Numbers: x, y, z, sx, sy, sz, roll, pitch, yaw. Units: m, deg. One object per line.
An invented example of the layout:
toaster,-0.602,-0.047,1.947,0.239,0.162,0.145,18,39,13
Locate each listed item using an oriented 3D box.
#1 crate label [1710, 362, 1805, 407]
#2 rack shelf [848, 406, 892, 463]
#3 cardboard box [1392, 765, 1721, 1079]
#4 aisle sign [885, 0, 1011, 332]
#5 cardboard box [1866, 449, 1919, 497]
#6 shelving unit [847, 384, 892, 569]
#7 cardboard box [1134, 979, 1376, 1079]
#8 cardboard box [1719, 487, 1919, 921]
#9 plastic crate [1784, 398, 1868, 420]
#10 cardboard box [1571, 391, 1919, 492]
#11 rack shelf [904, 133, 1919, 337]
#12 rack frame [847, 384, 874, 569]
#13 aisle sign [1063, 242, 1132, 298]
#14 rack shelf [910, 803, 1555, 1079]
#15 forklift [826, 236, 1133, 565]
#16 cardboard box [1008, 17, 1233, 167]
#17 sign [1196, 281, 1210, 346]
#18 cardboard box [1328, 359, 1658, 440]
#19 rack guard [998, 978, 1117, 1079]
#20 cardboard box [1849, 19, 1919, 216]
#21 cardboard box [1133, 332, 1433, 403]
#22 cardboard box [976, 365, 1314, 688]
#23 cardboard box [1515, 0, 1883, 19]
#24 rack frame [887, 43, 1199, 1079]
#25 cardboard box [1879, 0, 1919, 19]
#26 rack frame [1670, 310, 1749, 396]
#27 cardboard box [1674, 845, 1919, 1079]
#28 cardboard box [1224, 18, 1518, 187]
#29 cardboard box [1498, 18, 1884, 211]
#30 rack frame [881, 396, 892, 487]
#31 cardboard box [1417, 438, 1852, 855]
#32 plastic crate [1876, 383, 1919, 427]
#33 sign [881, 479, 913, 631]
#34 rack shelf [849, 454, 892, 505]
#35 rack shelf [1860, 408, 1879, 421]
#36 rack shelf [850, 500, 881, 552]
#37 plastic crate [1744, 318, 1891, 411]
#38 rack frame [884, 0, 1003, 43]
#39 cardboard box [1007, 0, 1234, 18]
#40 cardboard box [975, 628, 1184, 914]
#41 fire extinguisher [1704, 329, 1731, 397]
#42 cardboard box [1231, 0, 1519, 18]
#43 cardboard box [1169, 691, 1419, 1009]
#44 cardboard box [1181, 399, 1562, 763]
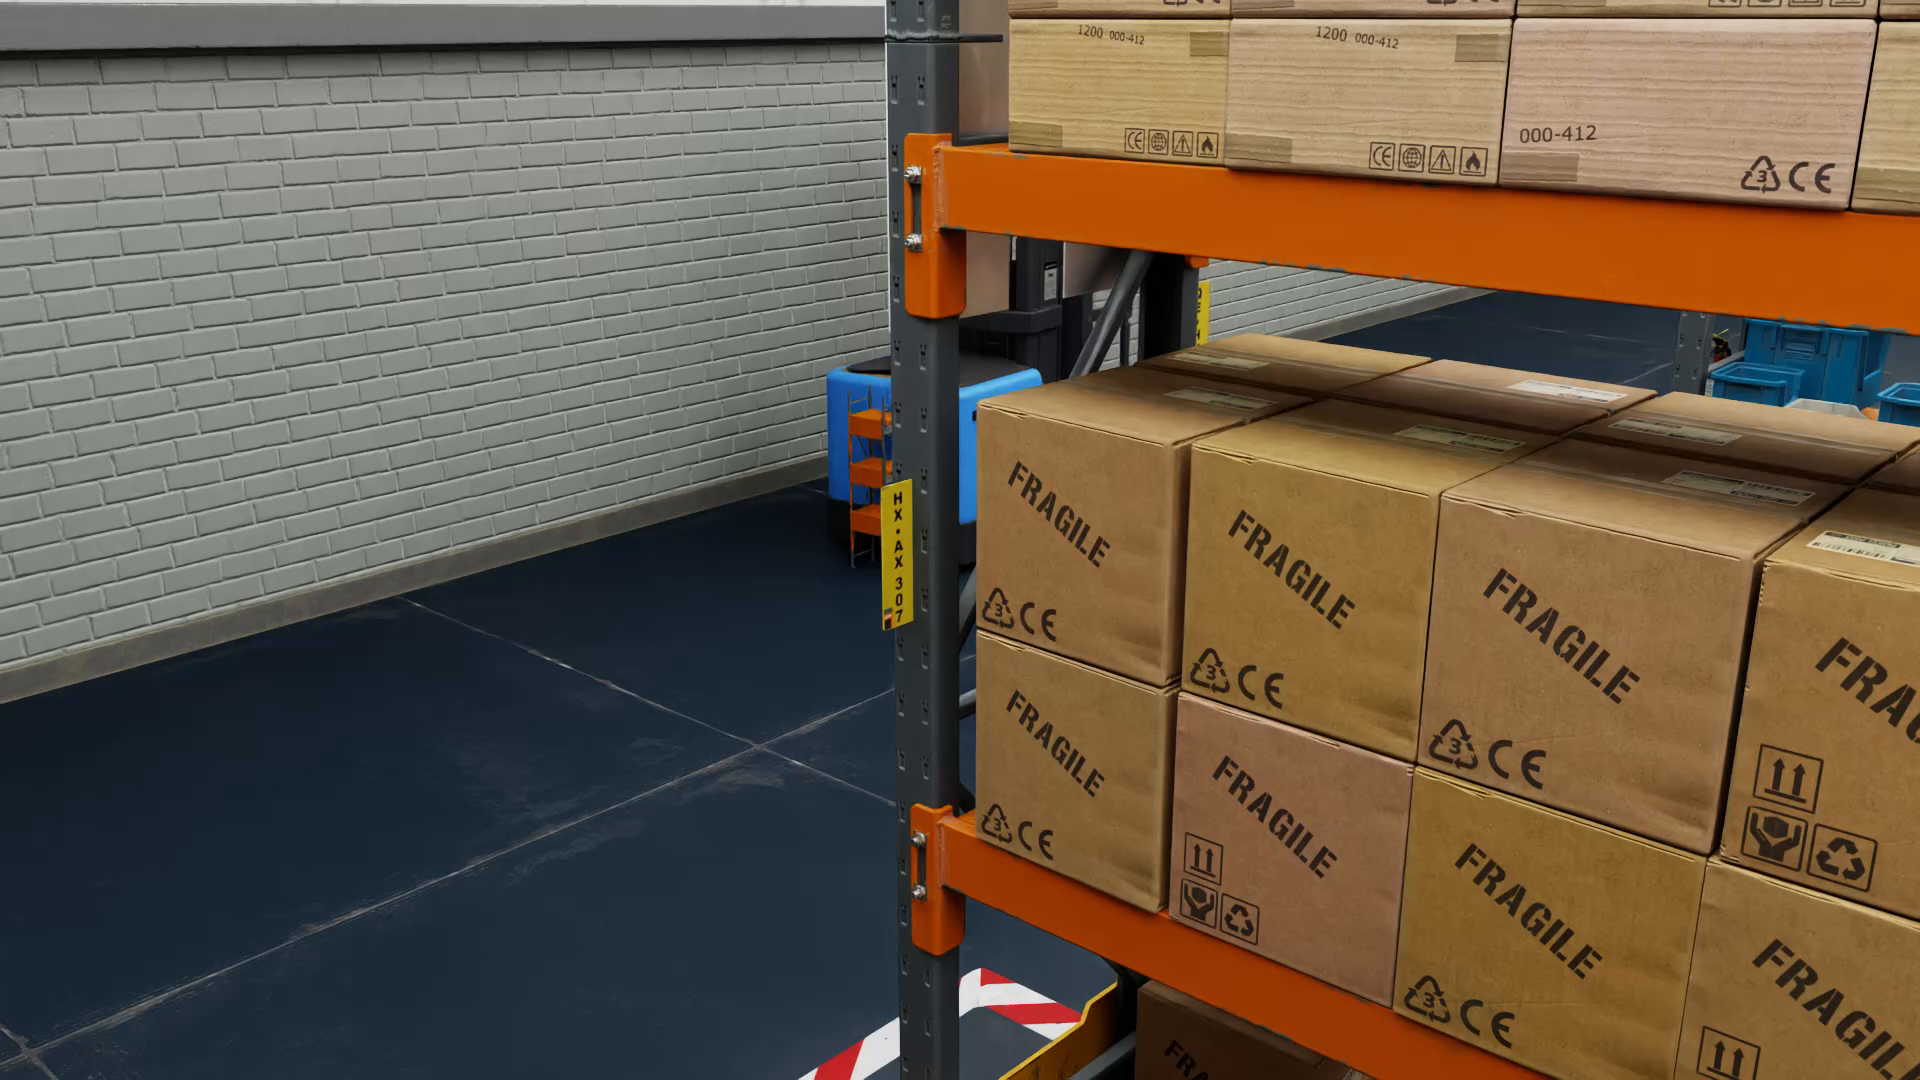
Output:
crate label,3.483,-0.622,7.290,0.303,0.233,0.416,15,23,39
rack shelf,-0.467,-0.595,9.349,0.240,0.259,0.215,13,22,34
cardboard box,1.146,0.628,3.010,0.500,0.500,0.500,15,23,39
aisle sign,-0.020,-0.864,3.577,0.004,0.787,0.394,15,23,39
cardboard box,1.895,0.133,2.916,0.500,0.500,0.500,16,24,41
shelving unit,-0.467,-0.335,9.431,0.252,1.050,0.215,13,22,34
cardboard box,0.796,1.358,4.279,0.500,0.500,0.500,15,23,39
cardboard box,1.531,0.254,2.535,0.500,0.500,0.500,15,23,39
plastic crate,3.668,-0.493,7.043,0.298,0.136,0.250,15,23,39
cardboard box,1.511,0.030,3.241,0.500,0.500,0.500,16,24,41
rack shelf,1.722,-0.363,2.526,4.000,0.370,1.077,15,23,39
rack frame,-0.565,-0.357,9.501,0.008,1.050,0.200,13,22,34
aisle sign,0.379,-0.999,4.004,0.004,0.787,0.394,15,23,39
rack shelf,1.722,1.067,2.980,4.000,0.370,1.077,15,23,39
forklift,0.483,-1.635,10.420,1.130,2.935,3.031,13,22,34
cardboard box,0.442,-0.875,3.199,0.500,0.250,0.500,15,23,39
sign,0.610,-0.501,4.296,0.005,0.325,0.100,15,23,39
cardboard box,1.120,-0.073,3.565,0.500,0.500,0.500,16,24,41
rack guard,0.283,1.529,4.466,0.348,0.500,1.175,15,23,39
cardboard box,1.560,-0.573,2.246,0.500,0.250,0.500,15,23,39
cardboard box,0.742,-0.174,3.884,0.500,0.500,0.500,15,23,39
cardboard box,0.383,-0.053,3.501,0.500,0.500,0.500,16,24,41
cardboard box,1.185,-0.911,2.486,0.500,0.250,0.500,15,23,39
rack frame,0.226,0.323,4.136,0.127,3.000,1.000,15,23,39
cardboard box,1.557,-0.810,2.167,0.500,0.250,0.500,15,23,39
rack frame,3.517,-0.797,7.665,0.127,3.000,1.000,15,23,39
cardboard box,1.519,0.728,2.693,0.500,0.500,0.500,15,23,40
cardboard box,0.807,-0.772,2.873,0.500,0.250,0.500,15,23,39
cardboard box,1.182,-0.672,2.558,0.500,0.250,0.500,15,23,39
rack frame,-0.369,-0.313,9.362,0.008,1.050,0.200,13,22,34
cardboard box,1.150,0.152,2.856,0.500,0.500,0.500,15,23,40
plastic crate,3.976,-0.490,6.874,0.300,0.233,0.416,15,23,39
sign,-0.134,0.033,3.618,0.005,0.325,0.100,15,23,39
rack shelf,-0.467,-0.325,9.435,0.240,0.259,0.215,13,22,34
rack shelf,5.013,-0.053,6.509,4.000,0.370,1.077,15,23,39
rack shelf,-0.467,-0.060,9.519,0.240,0.259,0.215,13,22,34
plastic crate,3.891,-0.818,7.572,0.499,0.435,0.616,15,23,39
rack frame,0.226,-2.537,3.229,0.127,3.000,1.000,15,23,39
cardboard box,0.438,-1.112,3.119,0.500,0.250,0.500,15,23,39
cardboard box,0.383,0.424,3.652,0.500,0.500,0.500,16,23,40
fire extinguisher,3.706,-0.716,8.153,0.183,0.674,0.296,15,23,39
cardboard box,0.807,-1.010,2.797,0.500,0.250,0.500,15,23,39
cardboard box,0.773,0.526,3.330,0.500,0.500,0.500,15,23,39
cardboard box,0.779,0.050,3.176,0.500,0.500,0.500,15,23,40
